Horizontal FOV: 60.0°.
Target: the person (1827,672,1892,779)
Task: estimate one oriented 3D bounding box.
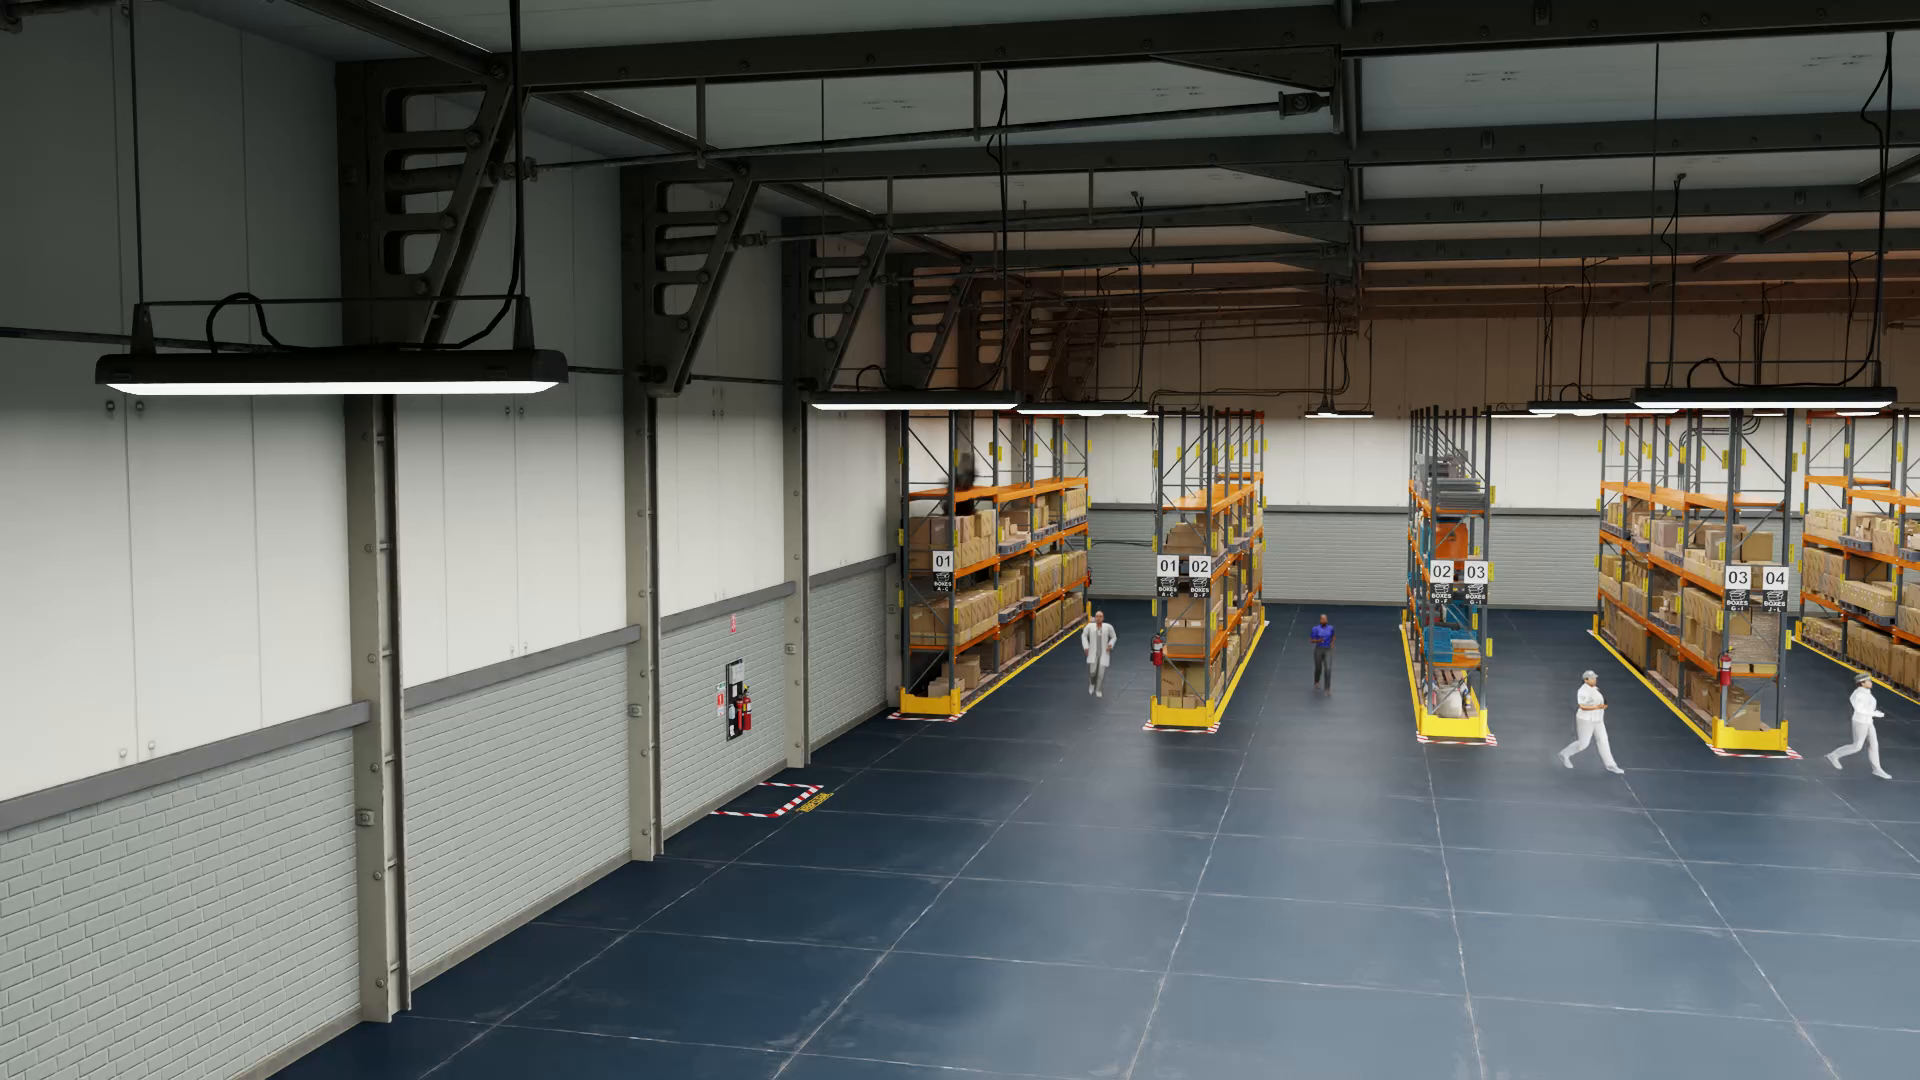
[{"bbox_3d":[14.471,2.952,26.713,0.932,1.696,0.621,4,5,41],"label":"person"}]

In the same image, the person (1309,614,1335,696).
[{"bbox_3d":[7.589,2.368,34.770,0.575,1.657,0.909,0,4,2],"label":"person"}]

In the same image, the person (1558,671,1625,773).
[{"bbox_3d":[10.264,2.930,26.991,0.613,1.621,1.037,-3,5,-40],"label":"person"}]

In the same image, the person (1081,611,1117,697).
[{"bbox_3d":[2.828,2.320,33.761,0.722,1.746,0.628,0,4,3],"label":"person"}]
